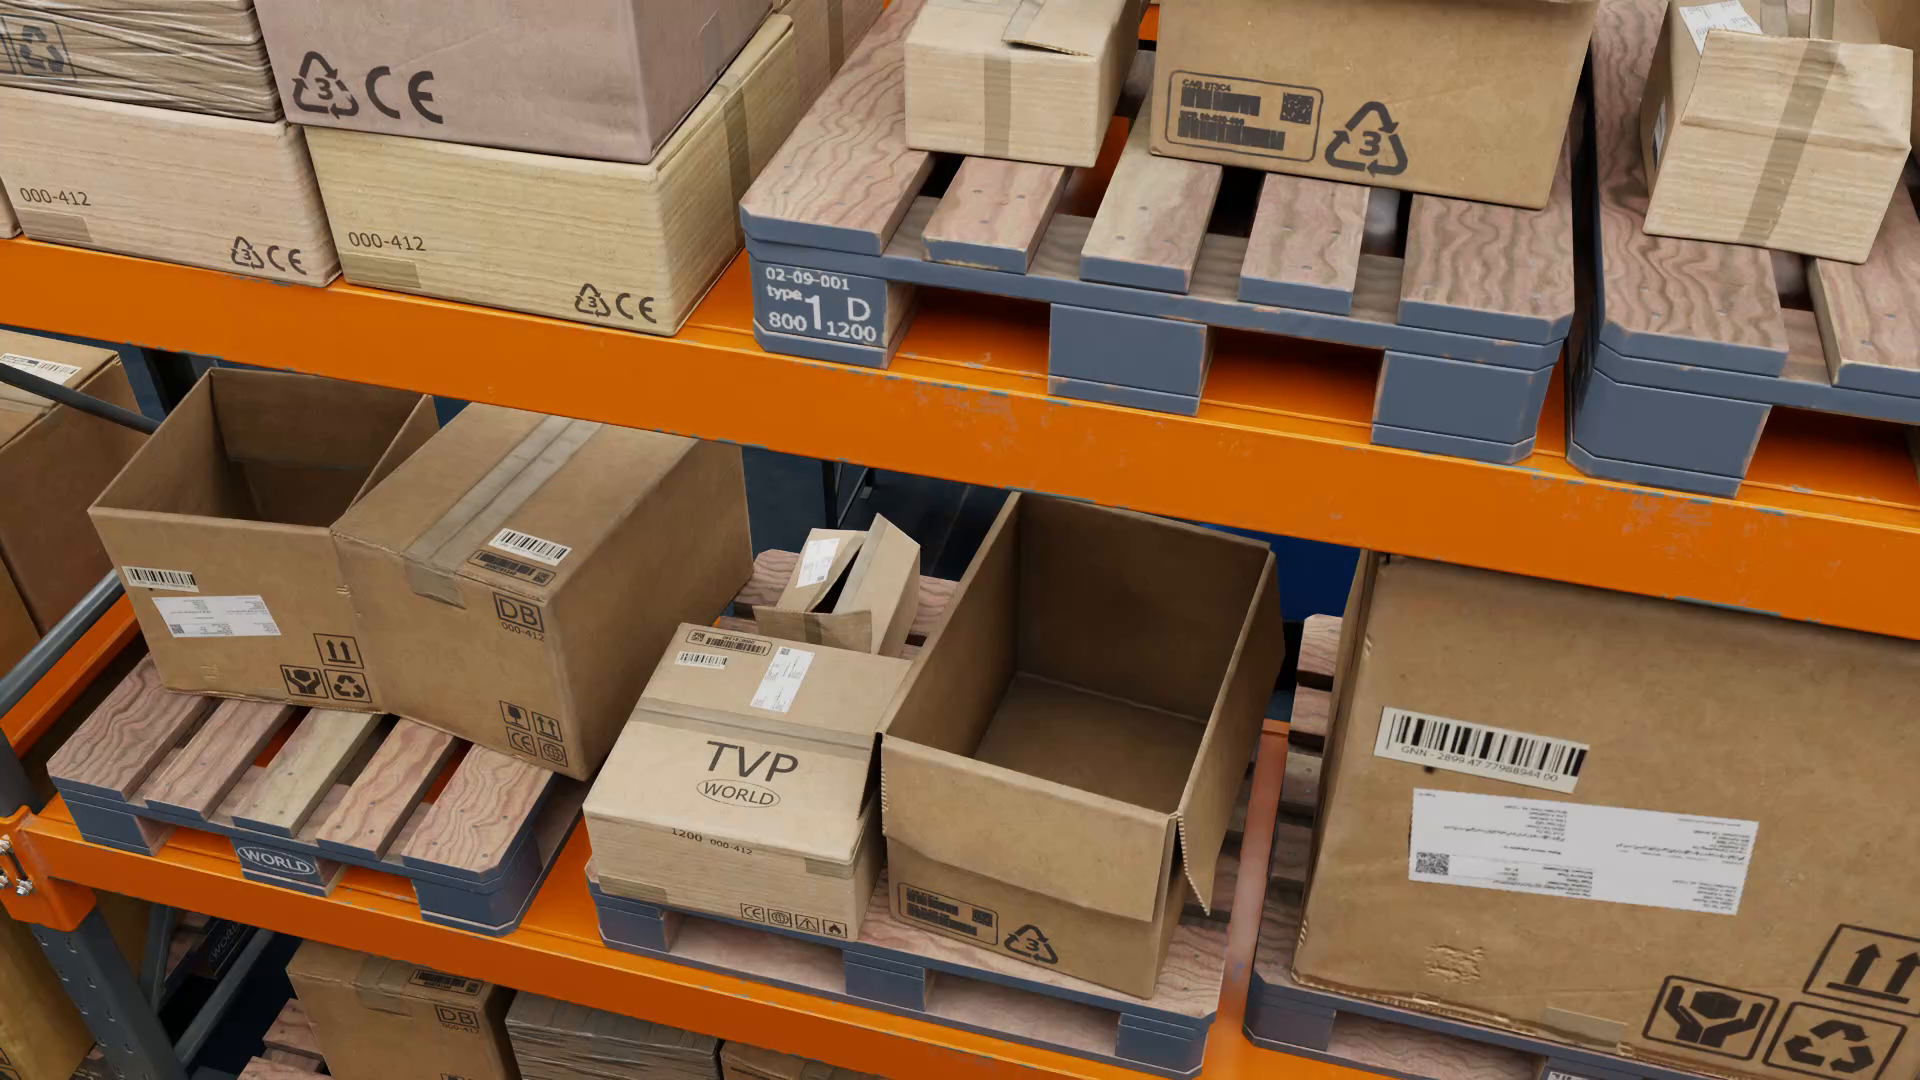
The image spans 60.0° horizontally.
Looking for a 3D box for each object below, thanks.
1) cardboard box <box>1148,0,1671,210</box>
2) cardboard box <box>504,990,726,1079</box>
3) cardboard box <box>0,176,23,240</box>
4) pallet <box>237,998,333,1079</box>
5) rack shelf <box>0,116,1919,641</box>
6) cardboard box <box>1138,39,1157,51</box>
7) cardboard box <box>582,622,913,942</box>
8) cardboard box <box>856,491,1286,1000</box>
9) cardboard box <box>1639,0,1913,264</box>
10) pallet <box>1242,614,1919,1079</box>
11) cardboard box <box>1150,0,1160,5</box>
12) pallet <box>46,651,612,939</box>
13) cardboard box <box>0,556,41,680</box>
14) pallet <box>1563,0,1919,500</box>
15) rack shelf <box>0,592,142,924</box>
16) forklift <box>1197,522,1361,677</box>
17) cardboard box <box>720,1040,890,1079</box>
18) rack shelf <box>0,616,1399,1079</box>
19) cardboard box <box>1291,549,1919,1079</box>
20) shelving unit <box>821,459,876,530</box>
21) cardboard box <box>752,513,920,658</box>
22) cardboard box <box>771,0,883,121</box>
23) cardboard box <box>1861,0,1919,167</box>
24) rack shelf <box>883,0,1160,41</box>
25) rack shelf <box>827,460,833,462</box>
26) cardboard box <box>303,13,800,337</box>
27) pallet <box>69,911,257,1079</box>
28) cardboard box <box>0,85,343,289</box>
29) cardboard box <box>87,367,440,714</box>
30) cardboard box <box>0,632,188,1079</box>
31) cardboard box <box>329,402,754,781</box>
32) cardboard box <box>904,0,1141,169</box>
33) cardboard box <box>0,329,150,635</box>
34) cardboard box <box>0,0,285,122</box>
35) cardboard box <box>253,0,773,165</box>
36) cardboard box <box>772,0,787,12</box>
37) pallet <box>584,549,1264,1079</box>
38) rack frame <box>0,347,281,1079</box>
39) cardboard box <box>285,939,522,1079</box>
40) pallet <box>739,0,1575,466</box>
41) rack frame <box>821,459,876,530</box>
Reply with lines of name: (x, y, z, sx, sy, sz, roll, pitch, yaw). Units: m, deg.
cardboard box: (0.592, -0.850, 2.190, 0.637, 0.503, 0.797, 11, 41, 13)
cardboard box: (-0.742, 1.102, 4.207, 0.500, 0.500, 0.700, 7, 40, 8)
cardboard box: (-1.545, -0.725, 2.565, 0.500, 0.250, 0.500, 10, 41, 12)
pallet: (-1.179, 1.329, 4.504, 1.213, 0.211, 1.003, 10, 41, 11)
rack shelf: (-0.001, -0.411, 2.633, 4.000, 0.370, 1.077, 10, 41, 11)
cardboard box: (0.857, -1.933, 7.643, 0.750, 0.750, 1.050, 10, 41, 12)
cardboard box: (-0.374, 0.448, 3.174, 0.500, 0.250, 0.500, 9, 41, 10)
cardboard box: (0.232, 0.364, 3.077, 0.637, 0.503, 0.797, 14, 42, 16)
cardboard box: (0.997, -0.557, 2.026, 0.258, 0.266, 0.396, 11, 41, 13)
pallet: (1.230, 0.651, 3.291, 1.213, 0.211, 1.003, 10, 41, 11)
cardboard box: (0.789, -2.564, 6.892, 0.500, 0.500, 0.500, 10, 41, 11)
pallet: (-1.217, 0.256, 3.762, 1.003, 0.211, 1.213, 10, 41, 11)
cardboard box: (-2.474, 0.164, 3.645, 0.500, 0.500, 0.500, 11, 41, 13)
pallet: (1.362, -0.450, 2.268, 1.003, 0.211, 1.213, 10, 41, 11)
rack shelf: (-3.865, 0.073, 4.390, 4.000, 0.370, 1.077, 10, 41, 11)
forklift: (2.331, -0.761, 4.878, 3.031, 2.935, 1.130, 9, 41, 11)
cardboard box: (-0.192, 1.192, 4.100, 0.500, 0.500, 0.700, 13, 42, 15)
rack shelf: (-0.001, 0.738, 3.598, 4.000, 0.370, 1.077, 10, 41, 11)
cardboard box: (1.199, 0.186, 2.904, 1.000, 1.000, 1.000, 10, 41, 12)
shelving unit: (0.082, -0.560, 5.751, 1.048, 1.500, 0.538, 10, 41, 11)
cardboard box: (-0.253, 0.130, 3.540, 0.258, 0.266, 0.396, 9, 41, 10)
cardboard box: (-0.444, -0.875, 2.744, 0.500, 0.250, 0.500, 11, 41, 13)
cardboard box: (1.502, -0.694, 2.004, 0.637, 0.503, 0.797, 8, 41, 9)
rack shelf: (1.378, -2.327, 7.247, 4.000, 0.370, 1.077, 10, 41, 11)
rack shelf: (0.082, -0.422, 5.866, 1.000, 0.185, 0.538, 10, 41, 11)
cardboard box: (-0.550, -0.560, 2.368, 0.500, 0.250, 0.500, 11, 41, 12)
pallet: (-2.676, 1.020, 4.871, 1.213, 0.211, 1.003, 10, 41, 11)
cardboard box: (-1.049, -0.639, 2.463, 0.500, 0.250, 0.500, 11, 41, 12)
cardboard box: (-1.401, -0.004, 3.518, 0.500, 0.500, 0.500, 5, 40, 6)
cardboard box: (-2.595, 0.655, 4.463, 0.875, 0.875, 1.225, 8, 41, 9)
cardboard box: (-0.836, 0.027, 3.482, 0.500, 0.500, 0.700, 16, 42, 18)
cardboard box: (0.094, -0.674, 2.243, 0.250, 0.166, 0.380, 9, 41, 10)
cardboard box: (-2.333, -0.158, 4.028, 0.500, 0.500, 0.500, 11, 41, 13)
cardboard box: (-1.057, -0.924, 2.219, 0.500, 0.500, 0.500, 10, 41, 12)
cardboard box: (-0.569, -0.844, 2.124, 0.500, 0.500, 0.500, 9, 41, 10)
cardboard box: (-0.435, -1.154, 2.493, 0.500, 0.500, 0.500, 10, 41, 12)
pallet: (-0.011, 0.507, 3.463, 1.213, 0.211, 1.003, 10, 41, 11)
rack frame: (-1.933, 0.130, 3.763, 0.127, 3.000, 1.000, 10, 41, 11)
cardboard box: (-1.281, 1.018, 4.307, 0.500, 0.500, 0.700, 8, 41, 9)
pallet: (0.359, -0.621, 2.471, 1.003, 0.211, 1.213, 10, 41, 11)
rack frame: (-0.409, -0.645, 5.851, 0.032, 1.500, 0.500, 10, 41, 11)
